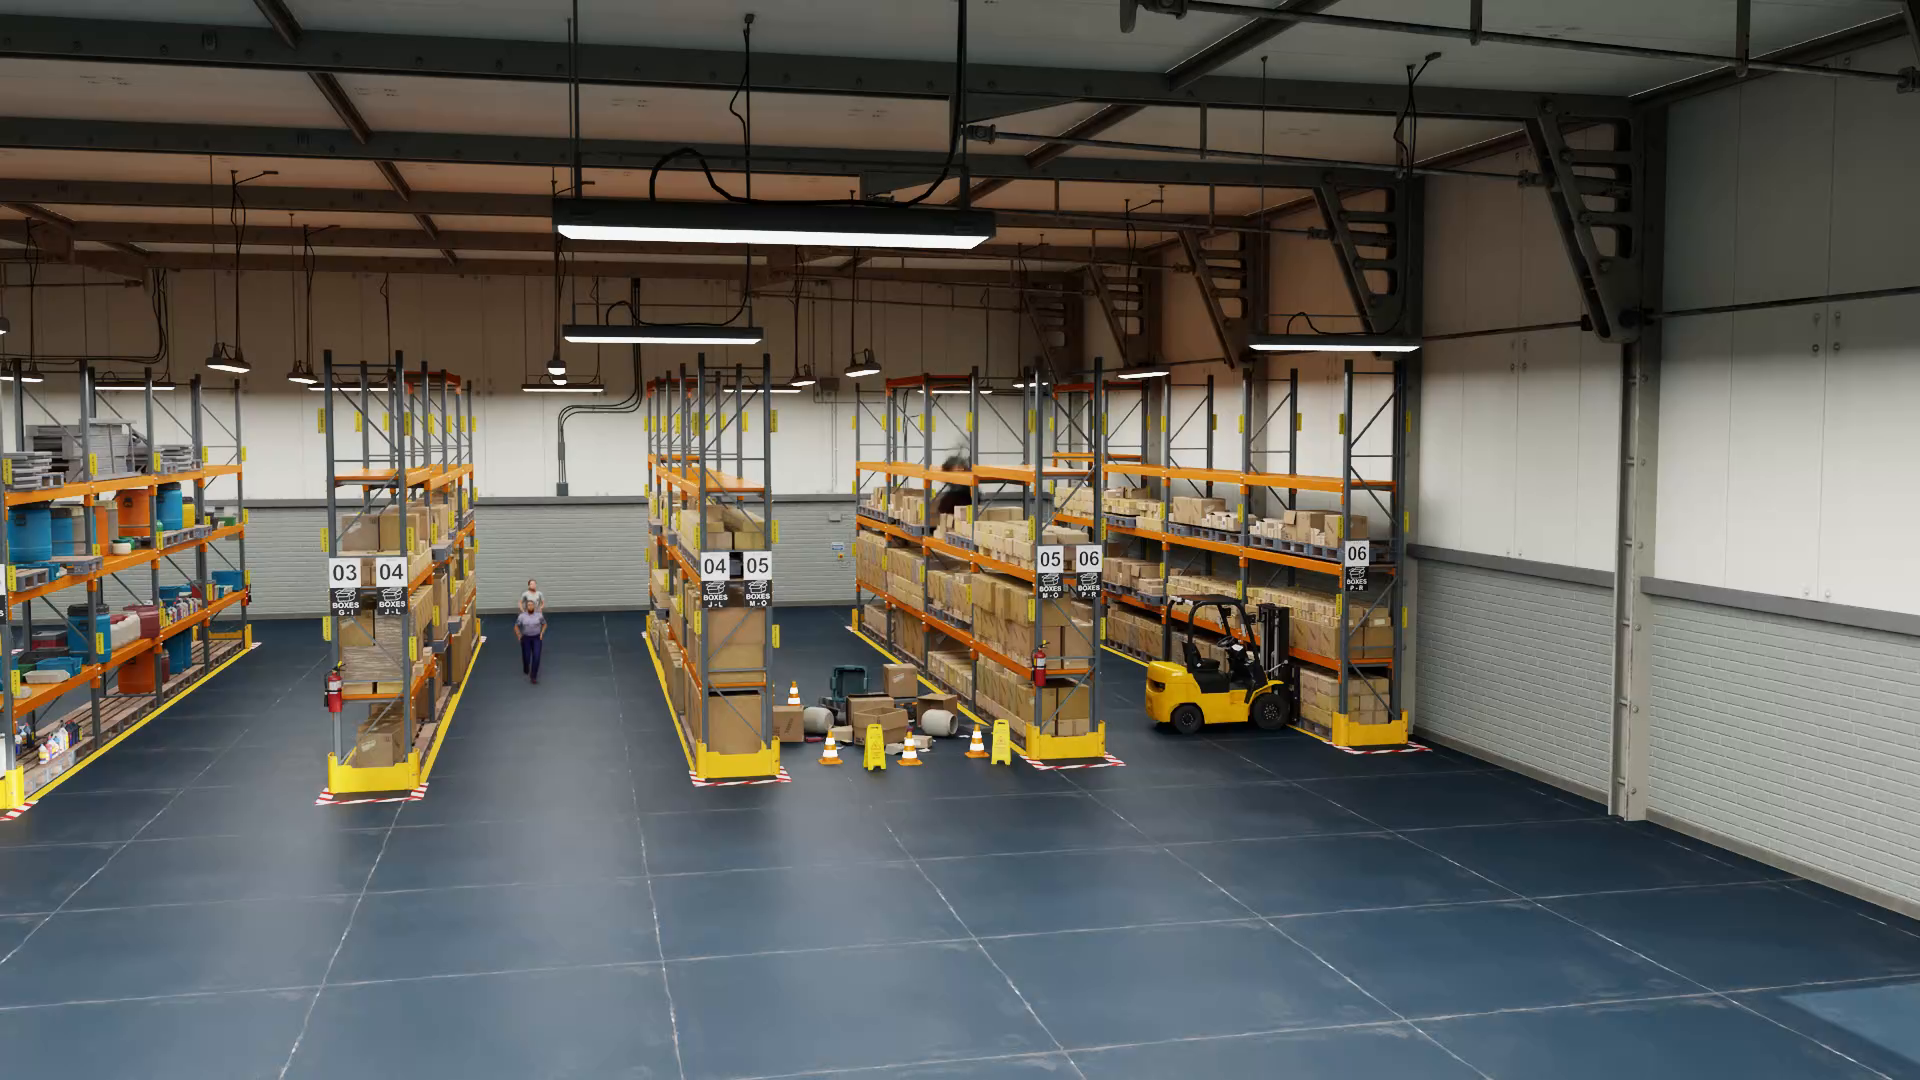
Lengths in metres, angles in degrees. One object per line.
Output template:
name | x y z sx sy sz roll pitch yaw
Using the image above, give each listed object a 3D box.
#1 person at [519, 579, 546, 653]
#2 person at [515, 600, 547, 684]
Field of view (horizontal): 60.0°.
person | -9.337 1.667 36.352 0.564 1.622 0.569 -2 4 -23
person | -8.328 1.965 32.308 0.618 1.608 0.584 -1 4 -19
